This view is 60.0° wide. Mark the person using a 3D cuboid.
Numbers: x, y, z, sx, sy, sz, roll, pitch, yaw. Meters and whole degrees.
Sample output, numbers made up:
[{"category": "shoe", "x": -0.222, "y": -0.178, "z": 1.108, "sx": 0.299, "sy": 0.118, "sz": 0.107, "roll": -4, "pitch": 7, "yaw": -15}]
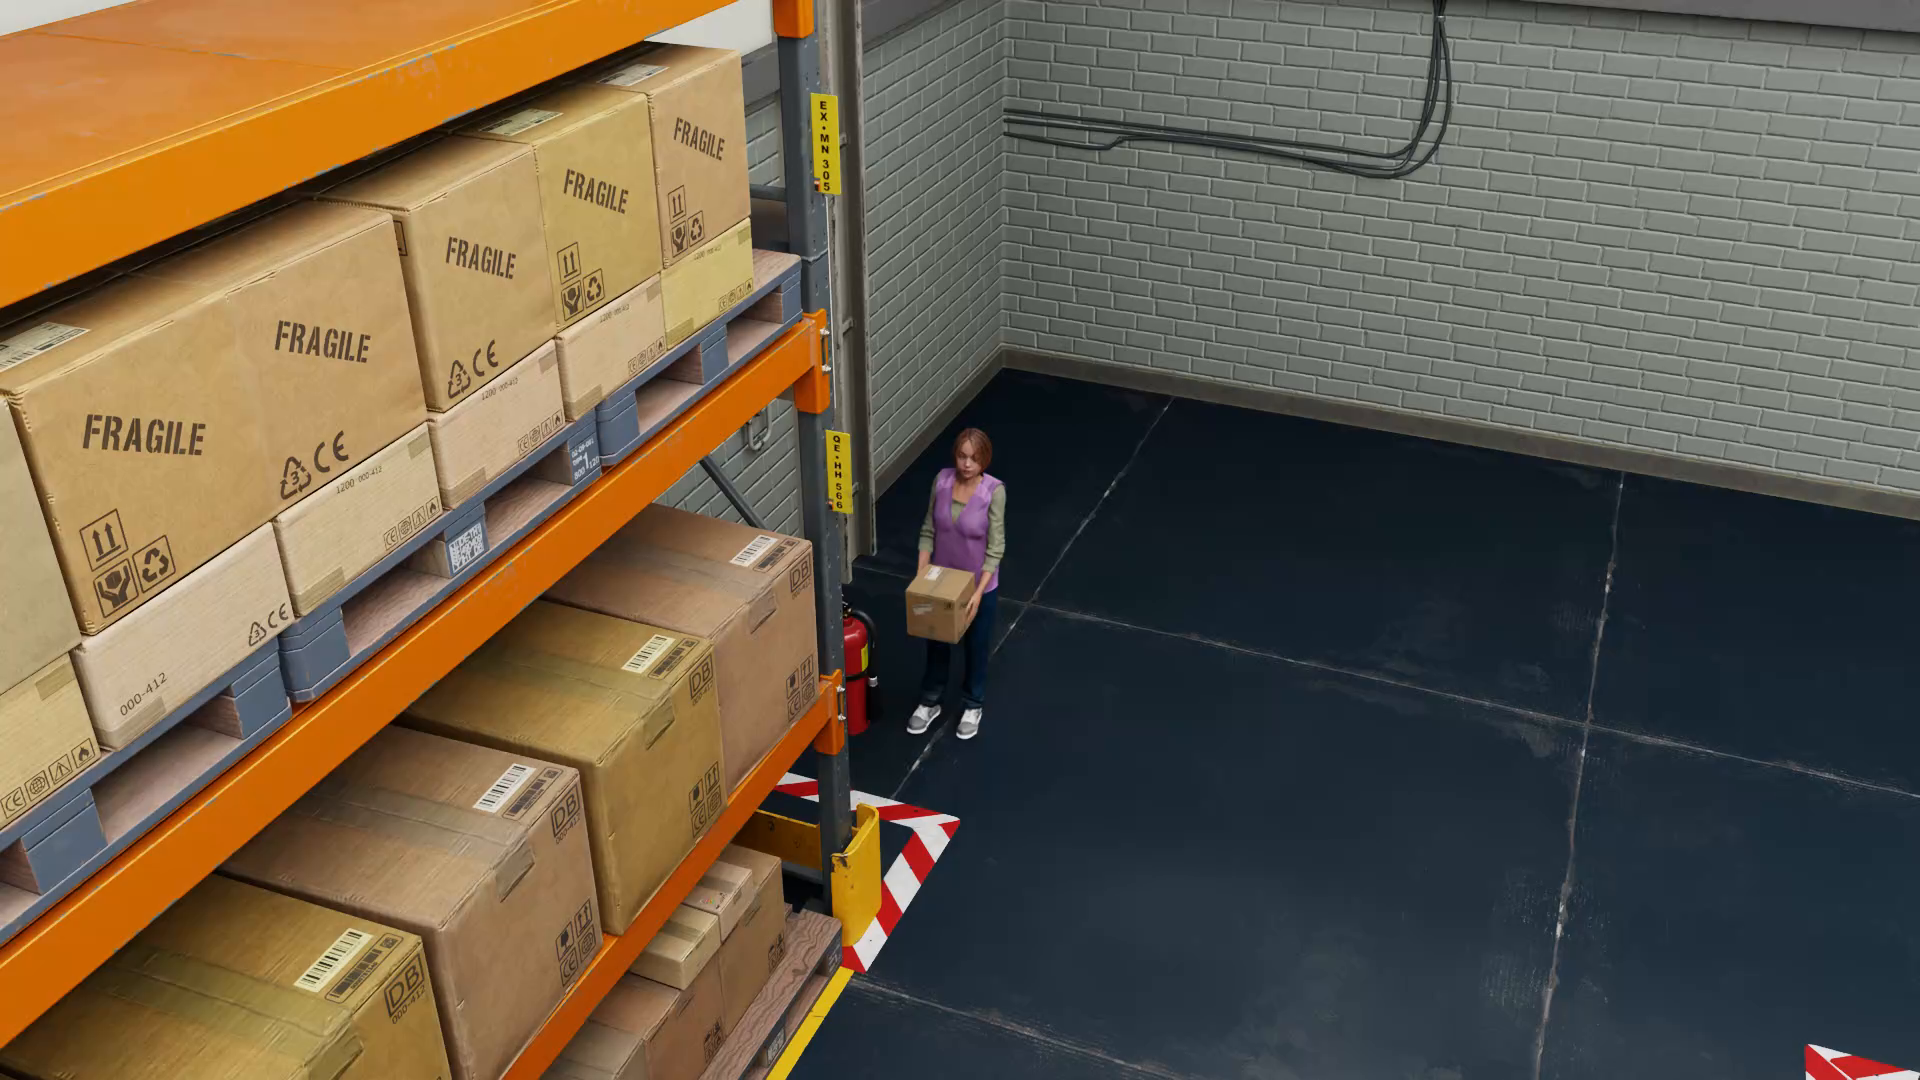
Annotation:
[{"category": "person", "x": -0.008, "y": 0.230, "z": 7.990, "sx": 0.452, "sy": 1.602, "sz": 0.431, "roll": 10, "pitch": 32, "yaw": 17}]
